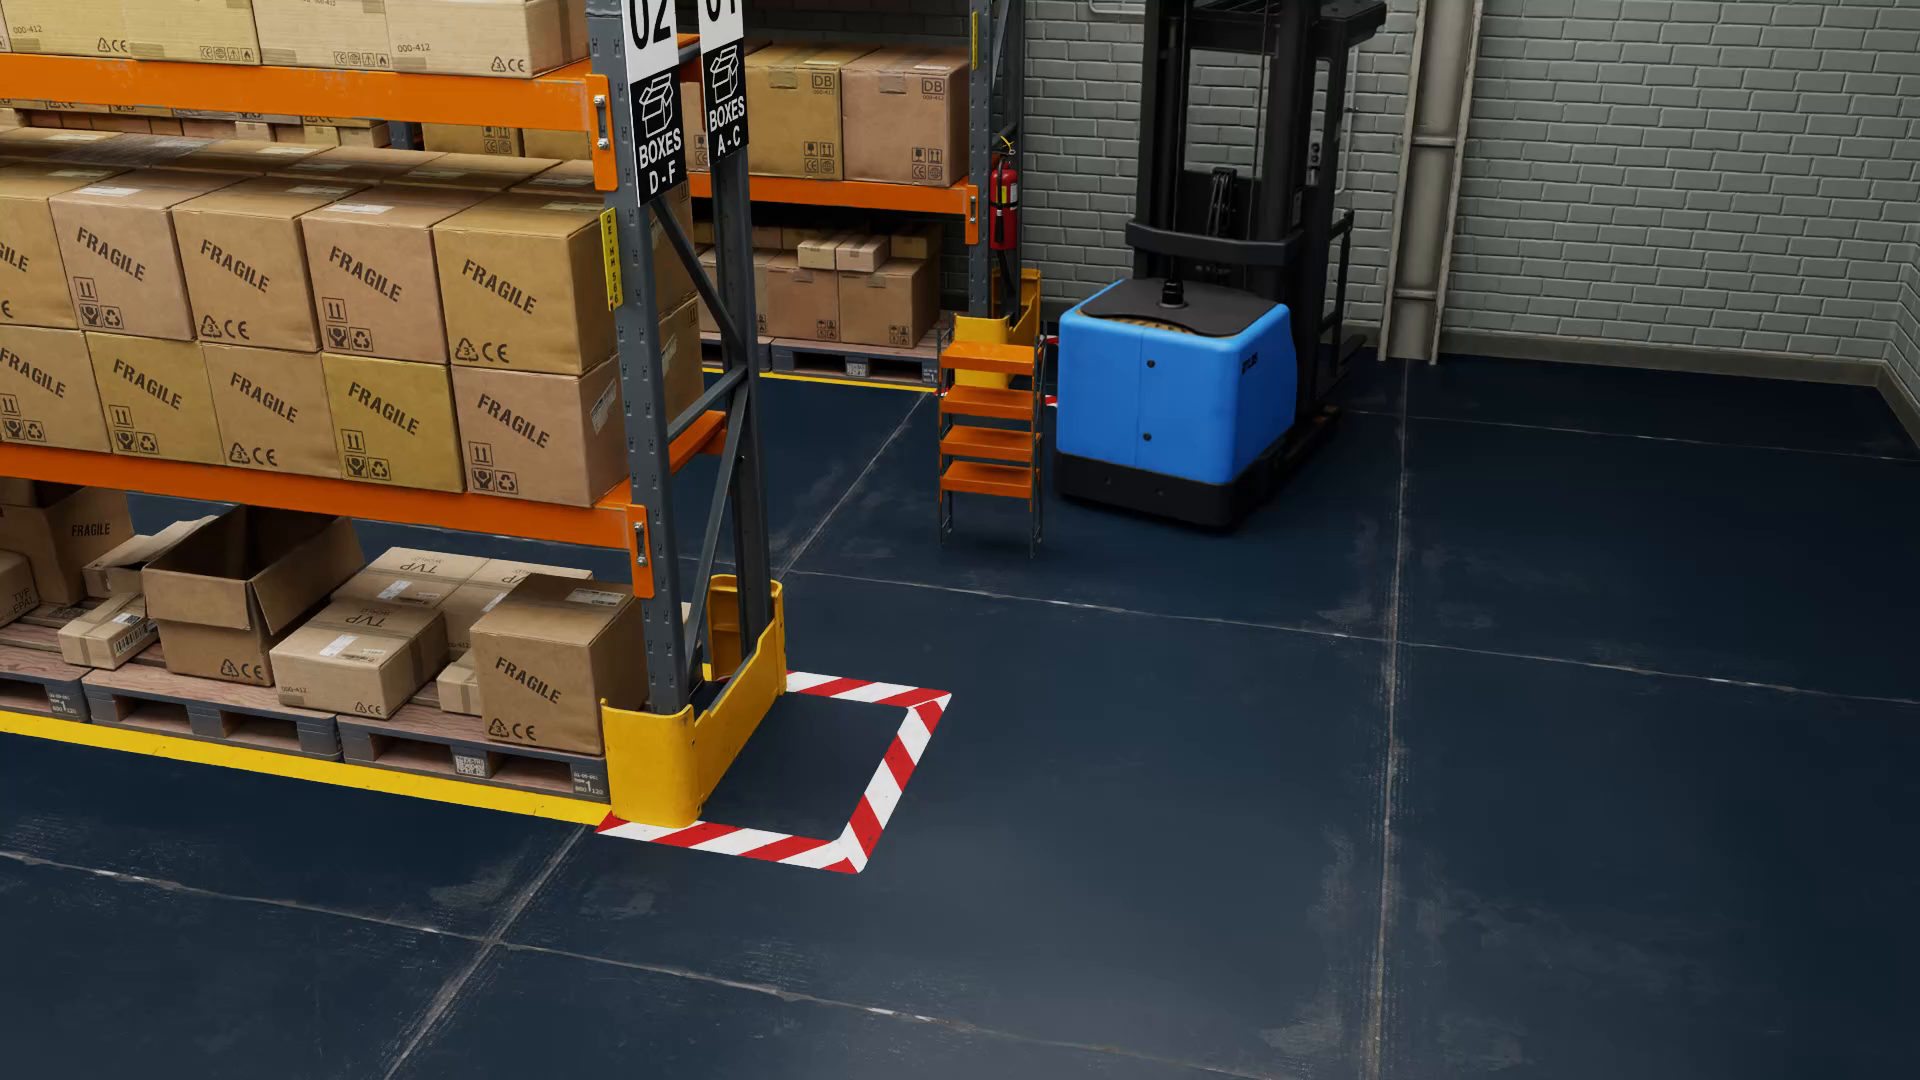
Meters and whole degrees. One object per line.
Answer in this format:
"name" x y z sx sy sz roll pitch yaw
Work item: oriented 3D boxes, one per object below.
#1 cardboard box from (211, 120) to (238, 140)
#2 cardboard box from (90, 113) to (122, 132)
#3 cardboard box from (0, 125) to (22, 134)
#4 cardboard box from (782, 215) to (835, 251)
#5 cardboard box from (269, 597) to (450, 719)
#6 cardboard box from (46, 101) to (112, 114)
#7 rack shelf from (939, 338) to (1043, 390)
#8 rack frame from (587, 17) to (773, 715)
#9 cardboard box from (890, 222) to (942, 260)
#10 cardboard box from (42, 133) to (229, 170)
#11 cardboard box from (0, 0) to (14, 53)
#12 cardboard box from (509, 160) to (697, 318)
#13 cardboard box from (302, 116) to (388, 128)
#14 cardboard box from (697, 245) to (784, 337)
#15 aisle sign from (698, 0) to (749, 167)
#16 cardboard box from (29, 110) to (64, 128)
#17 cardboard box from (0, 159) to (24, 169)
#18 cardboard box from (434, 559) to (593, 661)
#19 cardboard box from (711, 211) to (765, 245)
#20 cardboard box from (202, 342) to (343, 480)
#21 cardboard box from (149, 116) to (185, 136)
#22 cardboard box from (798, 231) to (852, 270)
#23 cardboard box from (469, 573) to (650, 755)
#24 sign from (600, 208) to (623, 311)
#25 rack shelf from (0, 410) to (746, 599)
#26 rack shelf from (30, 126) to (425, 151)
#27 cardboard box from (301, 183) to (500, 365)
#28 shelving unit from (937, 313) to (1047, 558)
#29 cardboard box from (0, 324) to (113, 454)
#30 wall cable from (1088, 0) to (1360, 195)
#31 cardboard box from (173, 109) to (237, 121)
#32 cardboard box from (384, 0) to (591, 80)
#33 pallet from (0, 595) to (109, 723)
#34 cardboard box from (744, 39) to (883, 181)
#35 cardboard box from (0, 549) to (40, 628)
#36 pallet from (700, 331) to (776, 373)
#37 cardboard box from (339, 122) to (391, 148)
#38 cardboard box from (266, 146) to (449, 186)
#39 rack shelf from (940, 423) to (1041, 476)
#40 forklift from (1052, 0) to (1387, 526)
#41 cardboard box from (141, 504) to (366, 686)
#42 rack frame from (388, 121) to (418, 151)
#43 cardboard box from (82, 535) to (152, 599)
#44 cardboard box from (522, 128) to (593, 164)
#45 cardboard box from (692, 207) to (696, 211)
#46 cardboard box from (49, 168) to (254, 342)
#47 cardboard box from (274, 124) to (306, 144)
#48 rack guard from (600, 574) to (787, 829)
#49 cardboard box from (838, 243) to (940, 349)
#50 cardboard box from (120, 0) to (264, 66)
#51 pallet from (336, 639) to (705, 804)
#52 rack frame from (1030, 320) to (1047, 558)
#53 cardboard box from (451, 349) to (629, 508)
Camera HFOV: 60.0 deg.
"cardboard box" -5.013 -2.915 11.652 0.250 0.149 0.380 6 26 13
"cardboard box" -5.994 -3.045 11.926 0.250 0.149 0.380 7 26 14
"cardboard box" -4.311 -1.467 7.062 0.500 0.500 0.500 6 26 13
"cardboard box" -1.026 -2.089 11.313 0.250 0.149 0.380 7 26 13
"cardboard box" -2.491 0.484 6.930 0.500 0.250 0.500 6 26 13
"cardboard box" -6.117 -3.324 11.757 0.500 0.500 0.500 6 26 13
"rack shelf" 0.160 -0.879 8.286 0.480 0.148 0.258 6 26 13
"rack frame" -0.991 -0.489 6.287 0.127 3.000 1.000 6 26 13
"cardboard box" -0.293 -2.008 11.143 0.250 0.149 0.380 6 26 13
"cardboard box" -3.326 -1.359 6.836 0.500 0.500 0.500 7 26 13
"cardboard box" -3.488 -1.939 6.018 0.500 0.250 0.500 6 26 13
"cardboard box" -1.355 -1.142 6.380 0.500 0.500 0.500 7 26 15
"cardboard box" -4.144 -3.112 11.312 0.500 0.500 0.500 6 26 12
"cardboard box" -1.435 -1.753 11.361 0.500 0.500 0.700 5 26 11
"aisle sign" -0.852 -1.777 5.969 0.004 0.787 0.394 6 26 13
"cardboard box" -6.495 -3.102 12.044 0.250 0.149 0.380 6 26 12
"cardboard box" -3.979 -1.191 6.482 0.500 0.500 0.500 5 26 11
"cardboard box" -1.931 0.325 7.266 0.500 0.250 0.500 6 26 13
"cardboard box" -1.521 -2.143 11.427 0.250 0.149 0.380 7 26 14
"cardboard box" -2.477 -0.578 6.358 0.500 0.500 0.500 7 26 13
"cardboard box" -5.506 -2.981 11.791 0.250 0.149 0.380 7 26 15
"cardboard box" -0.881 -1.903 10.923 0.250 0.149 0.380 7 26 14
"cardboard box" -1.579 0.486 6.636 0.500 0.500 0.500 6 26 13
"sign" -1.148 -0.925 5.489 0.005 0.325 0.100 6 26 13
"rack shelf" -2.928 -0.378 6.891 4.000 0.370 1.077 6 26 13
"rack shelf" -5.572 -2.869 12.123 4.000 0.370 1.077 6 26 13
"cardboard box" -1.980 -0.972 6.023 0.500 0.500 0.500 7 26 14
"shelving unit" 0.160 -0.524 8.455 0.503 1.200 0.258 6 26 13
"cardboard box" -3.458 -0.686 6.585 0.500 0.500 0.500 6 26 13
"wall cable" 1.715 -3.267 10.940 1.851 1.984 0.084 6 26 13
"cardboard box" -5.125 -3.220 11.539 0.500 0.500 0.500 6 26 13
"cardboard box" -1.554 -1.720 5.559 0.500 0.250 0.500 6 26 13
"pallet" -4.200 0.416 7.630 1.213 0.211 1.003 6 26 13
"cardboard box" -0.964 -2.810 10.814 0.700 0.700 0.980 6 26 13
"cardboard box" -4.512 0.234 7.386 0.500 0.311 0.500 6 26 13
"pallet" -1.732 -1.477 11.606 1.213 0.211 1.003 6 26 13
"cardboard box" -4.033 -2.793 11.397 0.250 0.149 0.380 7 26 13
"cardboard box" -2.346 -1.251 6.608 0.500 0.500 0.500 7 26 14
"rack shelf" 0.160 -0.463 8.484 0.480 0.148 0.258 6 26 13
"forklift" 1.676 -1.989 9.519 1.130 2.935 3.031 14 29 26
"cardboard box" -3.044 0.211 7.210 0.637 0.503 0.797 6 26 13
"rack frame" -3.635 -2.979 11.519 0.127 3.000 1.000 6 26 13
"cardboard box" -3.864 0.130 7.792 0.250 0.149 0.380 6 26 13
"cardboard box" -2.408 -2.970 11.149 0.700 0.700 0.980 6 26 12
"cardboard box" -2.016 -2.198 11.542 0.250 0.149 0.380 7 26 14
"cardboard box" -2.981 -1.081 6.251 0.500 0.500 0.500 7 26 15
"cardboard box" -4.522 -2.857 11.531 0.250 0.149 0.380 7 26 15
"rack guard" -1.064 0.632 6.841 0.348 0.500 1.175 6 26 13
"cardboard box" -0.464 -1.645 11.136 0.500 0.500 0.700 6 26 13
"cardboard box" -2.523 -1.827 5.782 0.500 0.250 0.500 6 26 13
"pallet" -1.837 0.678 7.082 1.213 0.211 1.003 6 26 13
"rack frame" 0.397 -0.498 8.400 0.015 1.200 0.240 6 26 13
"cardboard box" -1.492 -0.468 6.128 0.500 0.500 0.500 7 26 15
